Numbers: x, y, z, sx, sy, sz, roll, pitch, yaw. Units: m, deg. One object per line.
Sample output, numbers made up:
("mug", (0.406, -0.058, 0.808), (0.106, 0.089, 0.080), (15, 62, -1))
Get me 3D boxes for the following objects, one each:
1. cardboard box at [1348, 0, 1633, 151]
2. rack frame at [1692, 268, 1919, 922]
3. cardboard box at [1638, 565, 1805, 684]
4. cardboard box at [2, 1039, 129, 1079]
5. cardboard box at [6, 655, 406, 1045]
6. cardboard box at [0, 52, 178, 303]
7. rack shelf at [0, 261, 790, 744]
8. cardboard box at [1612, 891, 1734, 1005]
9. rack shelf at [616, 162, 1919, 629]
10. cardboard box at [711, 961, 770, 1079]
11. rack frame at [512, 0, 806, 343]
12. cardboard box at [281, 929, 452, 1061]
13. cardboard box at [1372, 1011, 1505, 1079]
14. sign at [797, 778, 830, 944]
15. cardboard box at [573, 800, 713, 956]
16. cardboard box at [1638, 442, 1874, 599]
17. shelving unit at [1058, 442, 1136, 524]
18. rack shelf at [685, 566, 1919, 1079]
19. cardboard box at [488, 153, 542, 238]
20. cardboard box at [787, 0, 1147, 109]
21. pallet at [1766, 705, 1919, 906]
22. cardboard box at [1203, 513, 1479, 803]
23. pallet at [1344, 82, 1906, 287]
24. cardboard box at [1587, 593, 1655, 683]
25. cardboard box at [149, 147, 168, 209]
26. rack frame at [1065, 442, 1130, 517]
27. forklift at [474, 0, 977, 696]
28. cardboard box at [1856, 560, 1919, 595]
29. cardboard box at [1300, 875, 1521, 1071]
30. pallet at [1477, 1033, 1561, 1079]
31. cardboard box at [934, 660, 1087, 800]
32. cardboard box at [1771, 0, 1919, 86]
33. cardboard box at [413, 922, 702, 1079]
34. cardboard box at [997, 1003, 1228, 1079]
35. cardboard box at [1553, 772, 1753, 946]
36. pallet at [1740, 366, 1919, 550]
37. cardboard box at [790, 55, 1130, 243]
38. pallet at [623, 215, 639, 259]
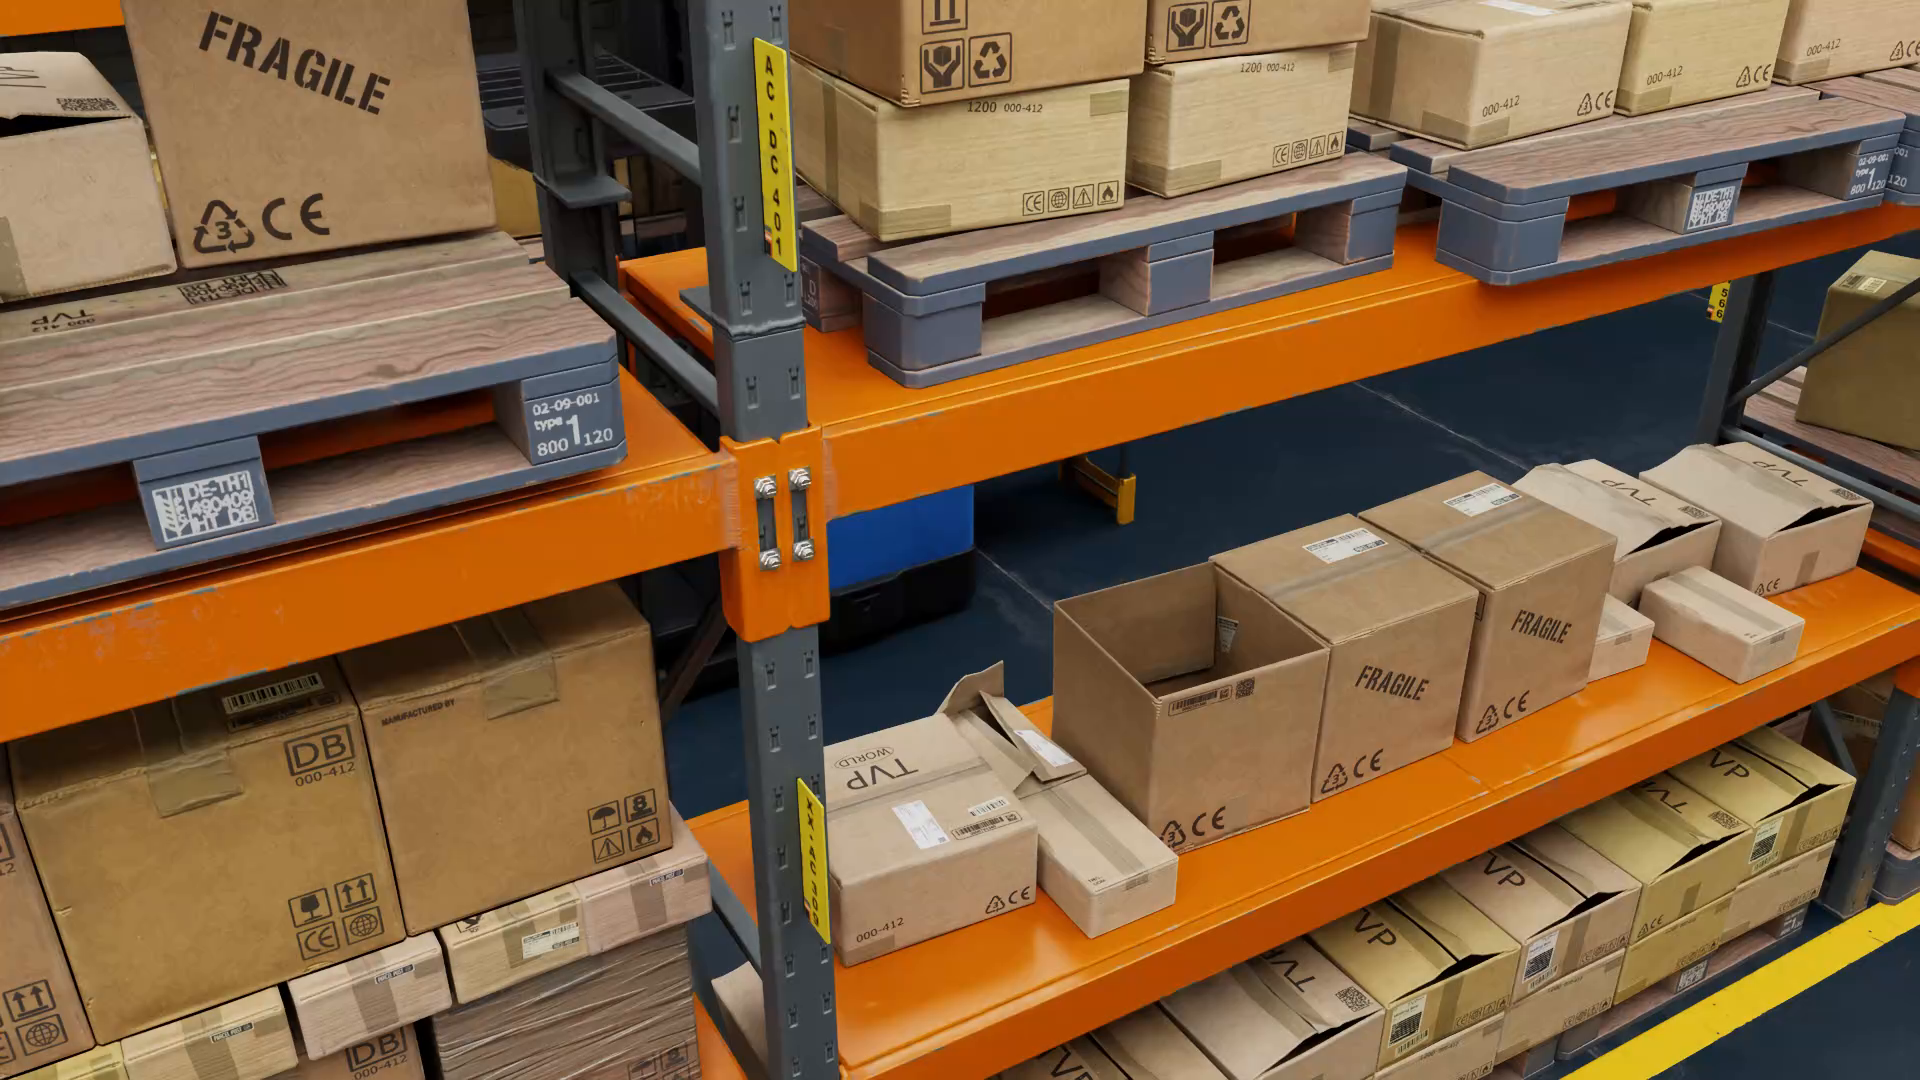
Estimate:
("cardboard box", (1.126, -1.093, 3.742), (0.500, 0.250, 0.500), (-19, 34, -30))
("rack frame", (2.895, -0.198, 5.505), (0.127, 3.000, 1.000), (-16, 33, -26))
("cardboard box", (2.260, 0.247, 4.958), (0.250, 0.149, 0.380), (-16, 33, -26))
("cardboard box", (-1.557, 0.857, 2.817), (0.250, 0.149, 0.380), (-16, 33, -27))
("cardboard box", (-1.368, 0.405, 2.966), (0.500, 0.500, 0.700), (-16, 33, -26))
("cardboard box", (-1.587, -0.593, 2.628), (0.500, 0.311, 0.500), (-18, 34, -29))
("rack shelf", (-2.278, 0.272, 2.292), (4.000, 0.370, 1.077), (-16, 33, -26))
("cardboard box", (2.123, 1.180, 5.419), (0.500, 0.250, 0.500), (-16, 33, -27))
("rack shelf", (1.171, -0.707, 4.067), (4.000, 0.370, 1.077), (-16, 33, -26))
("cardboard box", (-0.349, 1.337, 4.554), (0.500, 0.311, 0.500), (-16, 33, -26))
("rack frame", (-0.553, -1.846, 2.281), (0.127, 3.000, 1.000), (-16, 33, -26))
("cardboard box", (-1.118, 0.734, 3.041), (0.250, 0.149, 0.380), (-17, 33, -28))
("cardboard box", (1.246, 1.429, 4.968), (0.500, 0.250, 0.500), (-15, 32, -25))
("sign", (-0.271, 0.598, 3.084), (0.005, 0.325, 0.100), (-16, 33, -26))
("cardboard box", (-0.679, 0.609, 3.267), (0.250, 0.149, 0.380), (-16, 33, -26))
("cardboard box", (2.560, -0.088, 5.398), (0.500, 0.311, 0.500), (-14, 32, -23))
("shelving unit", (0.275, -0.739, 8.037), (1.083, 1.500, 0.587), (-16, 33, -27))
("rack shelf", (1.171, 0.606, 4.791), (4.000, 0.370, 1.077), (-16, 33, -26))
("cardboard box", (-2.125, -1.762, 7.780), (0.500, 0.500, 0.700), (-12, 31, -21))
("cardboard box", (-0.001, -1.113, 3.003), (0.500, 0.500, 0.500), (-15, 32, -26))
("pallet", (3.558, 0.856, 6.481), (1.213, 0.211, 1.003), (-16, 33, -26))
("cardboard box", (1.003, 0.304, 4.490), (0.500, 0.500, 0.500), (-16, 33, -26))
("pallet", (1.393, -0.950, 3.959), (1.213, 0.211, 1.003), (-14, 32, -24))
("cardboard box", (1.824, 0.247, 4.957), (0.250, 0.149, 0.380), (-13, 32, -23))
("cardboard box", (-3.317, -1.309, 6.875), (0.500, 0.500, 0.500), (-16, 33, -26))
("rack frame", (0.702, -0.864, 8.263), (0.032, 1.500, 0.500), (-16, 33, -27))
("forklift", (-1.452, -0.819, 6.701), (3.031, 2.935, 1.130), (-16, 33, -27))
("cardboard box", (3.629, 0.033, 6.441), (0.500, 0.250, 0.500), (-15, 32, -24))
("cardboard box", (1.254, 1.181, 4.836), (0.500, 0.311, 0.500), (-15, 32, -25))
("pallet", (1.115, 1.505, 5.305), (1.213, 0.211, 1.003), (-16, 33, -26))
("cardboard box", (0.112, 0.548, 4.292), (0.258, 0.266, 0.396), (-17, 33, -28))
("cardboard box", (2.090, -1.359, 4.225), (0.500, 0.250, 0.500), (-15, 32, -25))
("cardboard box", (-0.933, 0.848, 3.505), (0.500, 0.500, 0.700), (-17, 33, -28))
("cardboard box", (0.363, 1.438, 4.371), (0.500, 0.311, 0.500), (-16, 33, -27))
("cardboard box", (2.124, 0.937, 5.278), (0.500, 0.311, 0.500), (-16, 33, -27))
("pallet", (3.444, -0.309, 5.905), (1.003, 0.211, 1.213), (-16, 33, -26))
("cardboard box", (-0.017, -0.797, 3.207), (0.500, 0.250, 0.500), (-12, 31, -21))
("pallet", (-1.303, -1.675, 8.380), (1.213, 0.211, 1.003), (-16, 33, -26))
